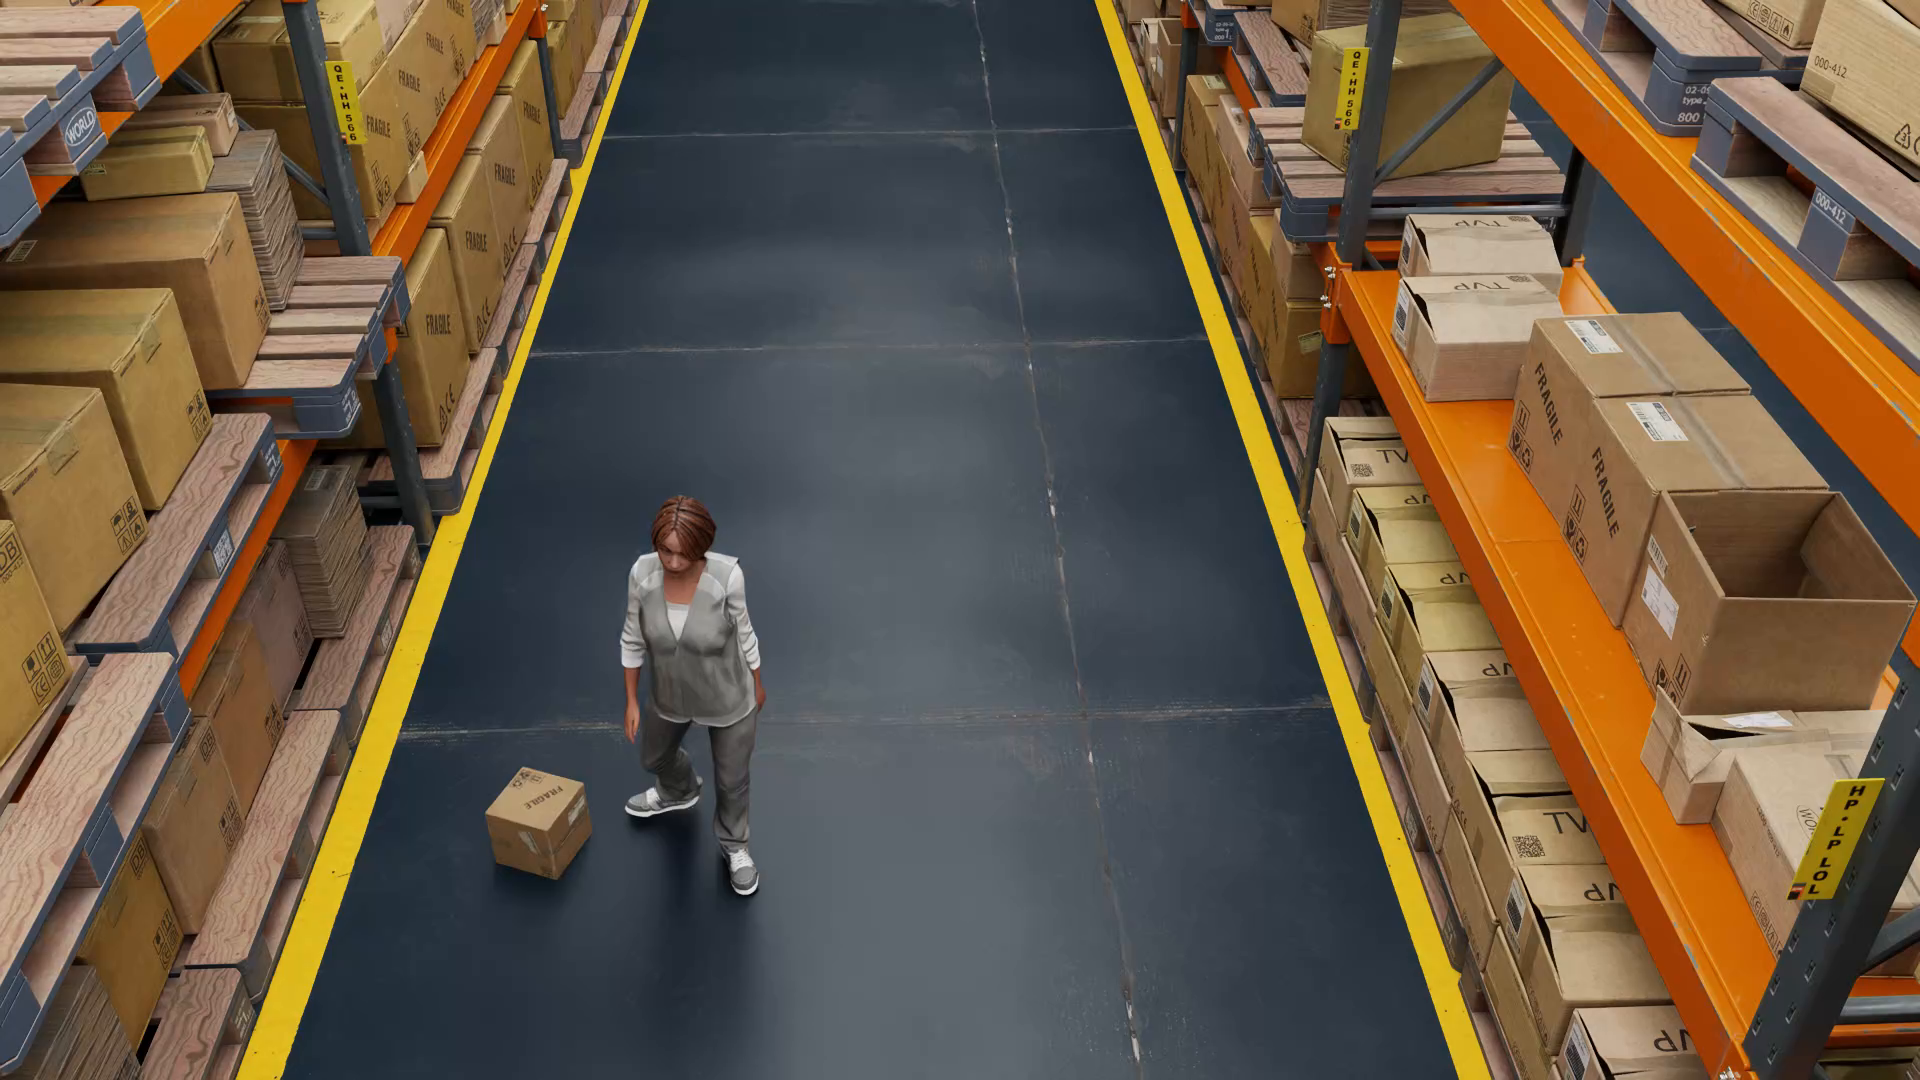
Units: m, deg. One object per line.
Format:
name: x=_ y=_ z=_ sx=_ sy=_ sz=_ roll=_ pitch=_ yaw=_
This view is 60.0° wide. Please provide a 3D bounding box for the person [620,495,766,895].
person: x=-0.942 y=0.476 z=5.493 sx=0.598 sy=1.592 sz=0.458 roll=6 pitch=36 yaw=8
